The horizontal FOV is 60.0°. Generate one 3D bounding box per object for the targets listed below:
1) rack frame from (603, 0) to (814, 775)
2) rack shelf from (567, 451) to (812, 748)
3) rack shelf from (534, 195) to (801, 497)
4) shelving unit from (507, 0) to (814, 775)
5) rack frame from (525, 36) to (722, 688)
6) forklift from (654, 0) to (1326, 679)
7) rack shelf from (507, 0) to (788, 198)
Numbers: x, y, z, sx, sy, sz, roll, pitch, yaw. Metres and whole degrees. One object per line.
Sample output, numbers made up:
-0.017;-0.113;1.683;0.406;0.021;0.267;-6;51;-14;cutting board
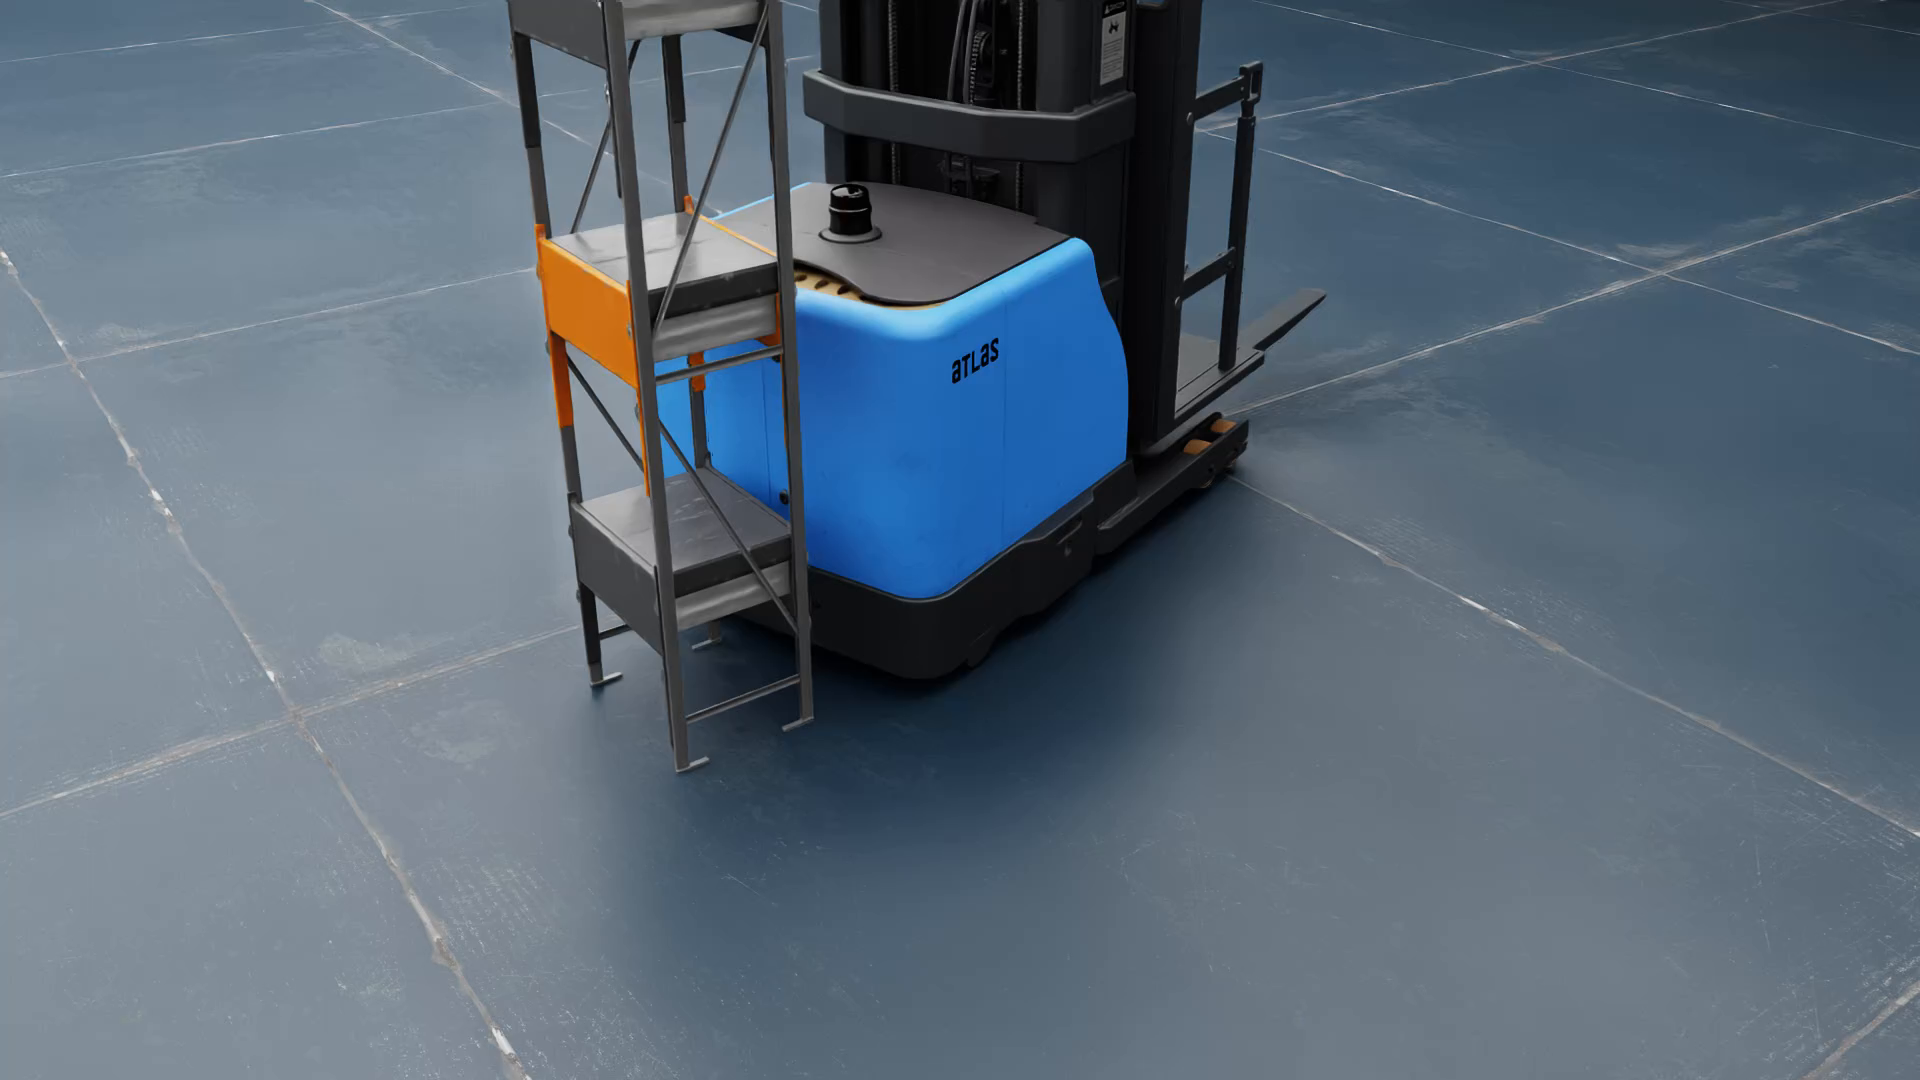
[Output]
-0.544;-0.393;3.771;0.400;2.100;0.015;-19;34;-32;rack frame
-0.692;0.140;4.283;0.431;0.518;0.480;-19;34;-32;rack shelf
-0.689;-0.475;3.949;0.431;0.518;0.480;-19;34;-32;rack shelf
-0.689;-0.487;3.942;0.431;2.100;0.503;-19;34;-32;shelving unit
-0.835;-0.581;4.114;0.400;2.100;0.015;-19;34;-32;rack frame
0.333;-1.573;5.075;1.130;2.935;3.031;18;33;29;forklift
-0.686;-1.090;3.615;0.431;0.518;0.480;-19;34;-32;rack shelf
